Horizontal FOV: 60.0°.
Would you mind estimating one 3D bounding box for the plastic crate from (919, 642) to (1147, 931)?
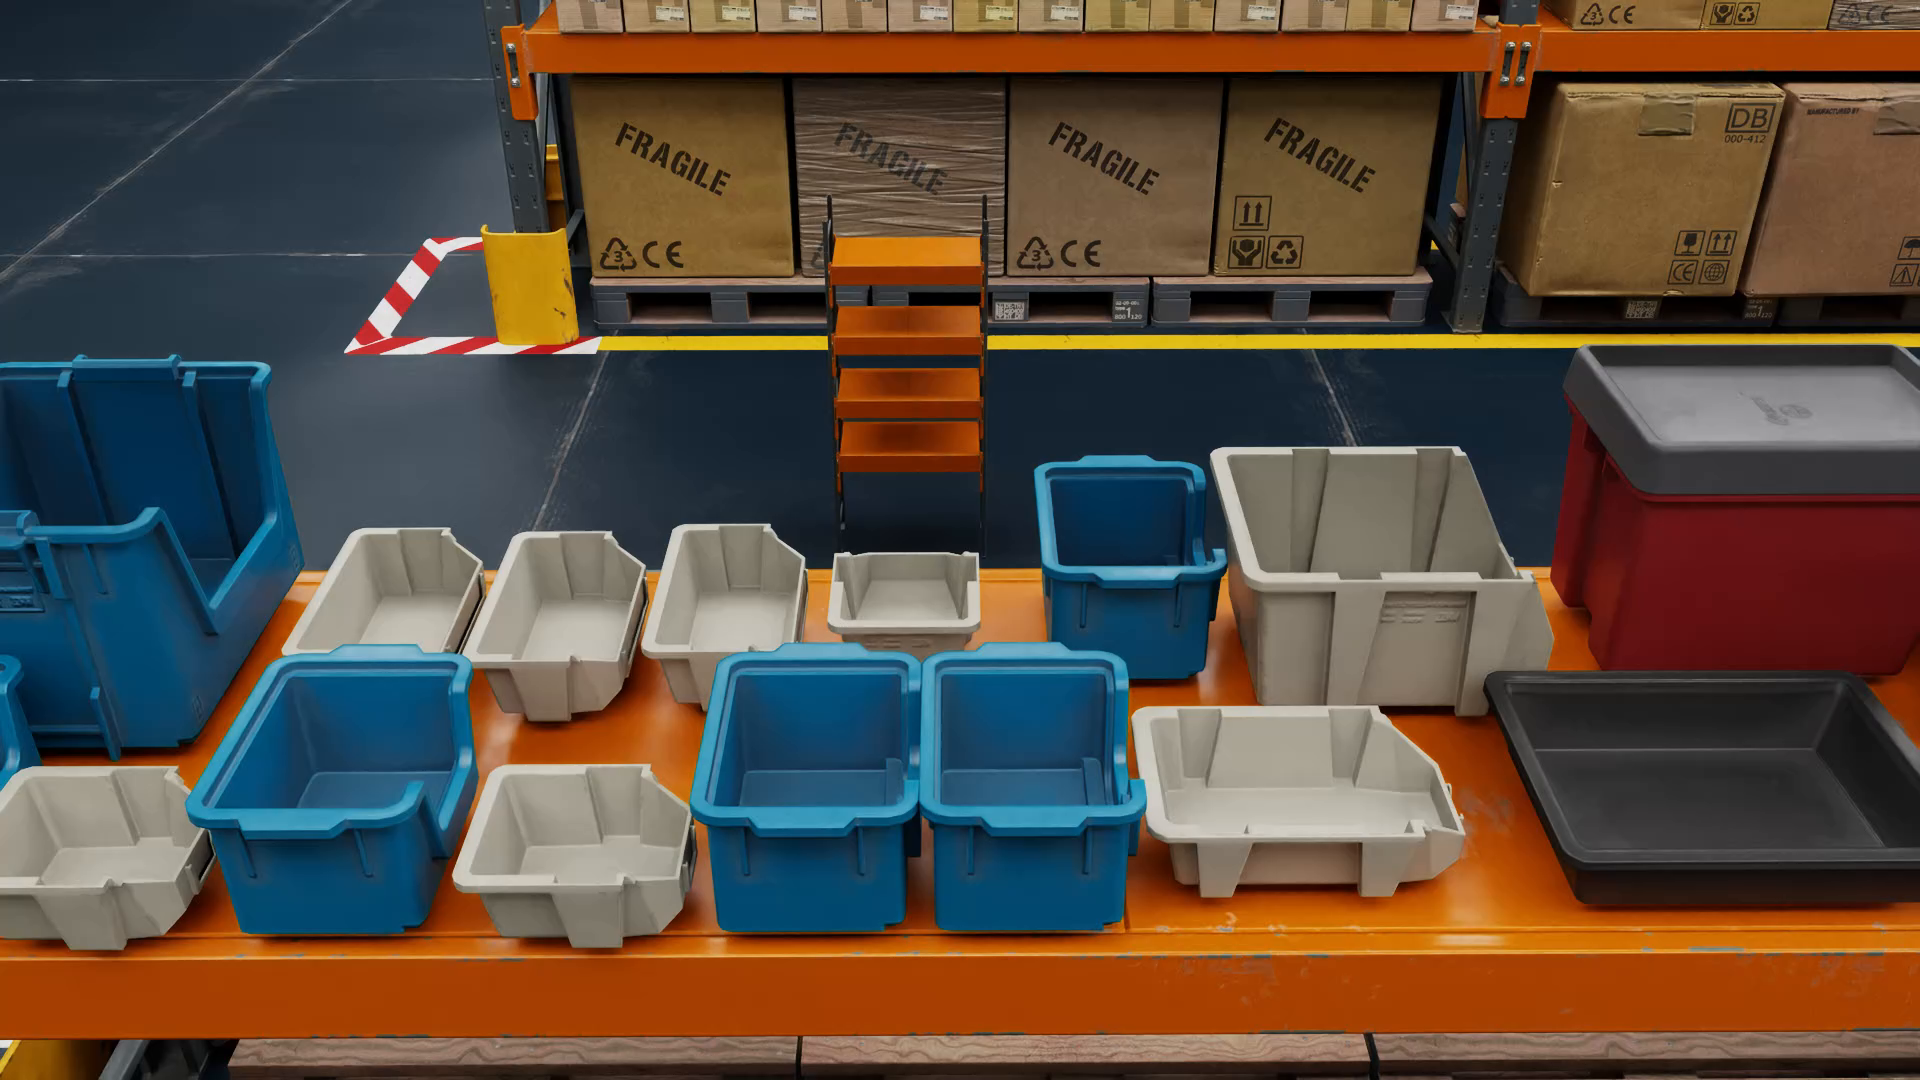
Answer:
[{"bbox_3d":[0.095,0.360,2.369,0.300,0.233,0.416,0,31,0],"label":"plastic crate"}]

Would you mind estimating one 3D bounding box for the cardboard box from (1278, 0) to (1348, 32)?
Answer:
[{"bbox_3d":[1.382,-2.153,6.649,0.250,0.149,0.380,-1,31,-1],"label":"cardboard box"}]

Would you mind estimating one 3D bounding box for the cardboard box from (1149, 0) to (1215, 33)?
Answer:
[{"bbox_3d":[0.867,-2.151,6.646,0.250,0.149,0.380,0,31,1],"label":"cardboard box"}]

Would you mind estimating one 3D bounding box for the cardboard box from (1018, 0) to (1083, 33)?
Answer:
[{"bbox_3d":[0.357,-2.150,6.644,0.250,0.149,0.380,0,31,1],"label":"cardboard box"}]

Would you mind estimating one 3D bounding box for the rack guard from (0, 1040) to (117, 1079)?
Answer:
[{"bbox_3d":[-1.795,1.224,3.250,0.348,0.500,1.175,0,31,0],"label":"rack guard"}]

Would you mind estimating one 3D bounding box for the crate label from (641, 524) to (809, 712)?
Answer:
[{"bbox_3d":[-0.388,0.132,2.837,0.243,0.136,0.396,0,31,0],"label":"crate label"}]

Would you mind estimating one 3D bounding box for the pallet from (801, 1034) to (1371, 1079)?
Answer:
[{"bbox_3d":[0.271,1.356,3.311,1.213,0.211,1.003,0,31,0],"label":"pallet"}]

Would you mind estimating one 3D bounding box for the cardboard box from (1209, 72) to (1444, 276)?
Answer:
[{"bbox_3d":[1.539,-1.744,7.375,0.875,0.875,0.875,0,31,0],"label":"cardboard box"}]

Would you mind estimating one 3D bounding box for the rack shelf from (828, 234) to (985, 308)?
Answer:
[{"bbox_3d":[-0.166,-0.848,5.234,0.480,0.148,0.258,0,31,0],"label":"rack shelf"}]

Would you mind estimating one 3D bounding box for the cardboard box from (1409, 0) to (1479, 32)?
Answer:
[{"bbox_3d":[1.896,-2.155,6.652,0.250,0.149,0.380,0,31,0],"label":"cardboard box"}]

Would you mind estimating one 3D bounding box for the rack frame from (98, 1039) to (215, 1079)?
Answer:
[{"bbox_3d":[-1.771,0.149,2.613,0.127,3.000,1.000,0,31,0],"label":"rack frame"}]

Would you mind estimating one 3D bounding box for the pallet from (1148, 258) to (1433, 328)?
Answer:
[{"bbox_3d":[1.438,-1.279,7.655,1.213,0.211,1.003,0,31,0],"label":"pallet"}]

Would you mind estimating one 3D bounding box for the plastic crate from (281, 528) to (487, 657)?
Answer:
[{"bbox_3d":[-0.956,0.139,2.825,0.243,0.136,0.396,0,31,0],"label":"plastic crate"}]

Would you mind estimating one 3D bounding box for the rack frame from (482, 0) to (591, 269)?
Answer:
[{"bbox_3d":[-1.801,-2.420,6.848,0.127,3.000,1.000,0,31,0],"label":"rack frame"}]

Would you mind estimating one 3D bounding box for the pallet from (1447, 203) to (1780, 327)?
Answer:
[{"bbox_3d":[2.970,-1.282,7.660,1.213,0.211,1.003,0,31,0],"label":"pallet"}]

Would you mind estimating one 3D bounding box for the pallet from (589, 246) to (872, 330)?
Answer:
[{"bbox_3d":[-1.001,-1.271,7.642,1.213,0.211,1.003,0,31,0],"label":"pallet"}]

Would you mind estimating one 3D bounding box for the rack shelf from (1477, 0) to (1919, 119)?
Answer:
[{"bbox_3d":[4.199,-2.132,7.065,4.000,0.370,1.077,0,31,0],"label":"rack shelf"}]

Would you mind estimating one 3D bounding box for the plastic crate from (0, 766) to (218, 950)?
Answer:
[{"bbox_3d":[-1.201,0.448,2.317,0.298,0.136,0.250,0,31,0],"label":"plastic crate"}]

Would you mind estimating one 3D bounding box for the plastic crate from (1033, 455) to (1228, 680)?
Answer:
[{"bbox_3d":[0.281,0.055,2.871,0.300,0.233,0.416,0,31,0],"label":"plastic crate"}]

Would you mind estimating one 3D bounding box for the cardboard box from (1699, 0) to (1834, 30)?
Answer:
[{"bbox_3d":[3.164,-2.350,6.634,0.500,0.500,0.500,0,31,0],"label":"cardboard box"}]

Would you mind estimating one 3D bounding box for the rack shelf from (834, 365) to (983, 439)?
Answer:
[{"bbox_3d":[-0.166,-0.455,5.473,0.480,0.148,0.258,0,31,0],"label":"rack shelf"}]

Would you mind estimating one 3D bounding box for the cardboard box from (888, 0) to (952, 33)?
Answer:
[{"bbox_3d":[-0.158,-2.148,6.641,0.250,0.149,0.380,0,31,-1],"label":"cardboard box"}]

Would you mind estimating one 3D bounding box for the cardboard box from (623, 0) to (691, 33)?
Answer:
[{"bbox_3d":[-1.187,-2.145,6.635,0.250,0.149,0.380,-1,31,-1],"label":"cardboard box"}]

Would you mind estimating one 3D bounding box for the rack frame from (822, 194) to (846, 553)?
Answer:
[{"bbox_3d":[-0.410,-0.512,5.437,0.015,1.200,0.240,0,31,0],"label":"rack frame"}]

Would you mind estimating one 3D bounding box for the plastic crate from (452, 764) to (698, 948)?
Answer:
[{"bbox_3d":[-0.522,0.446,2.320,0.298,0.136,0.250,0,31,0],"label":"plastic crate"}]

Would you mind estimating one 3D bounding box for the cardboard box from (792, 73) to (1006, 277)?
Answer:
[{"bbox_3d":[-0.251,-1.738,7.366,0.875,0.875,0.875,0,31,0],"label":"cardboard box"}]

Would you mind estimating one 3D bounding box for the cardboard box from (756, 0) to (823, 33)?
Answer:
[{"bbox_3d":[-0.670,-2.147,6.639,0.250,0.149,0.380,-1,31,-1],"label":"cardboard box"}]

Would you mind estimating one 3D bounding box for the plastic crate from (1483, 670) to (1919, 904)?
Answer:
[{"bbox_3d":[1.112,0.371,2.454,0.590,0.125,0.437,0,31,0],"label":"plastic crate"}]

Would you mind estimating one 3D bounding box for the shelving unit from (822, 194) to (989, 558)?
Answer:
[{"bbox_3d":[-0.166,-0.512,5.438,0.503,1.200,0.258,0,31,0],"label":"shelving unit"}]

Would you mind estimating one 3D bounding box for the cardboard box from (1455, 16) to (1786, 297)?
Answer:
[{"bbox_3d":[2.839,-1.717,7.331,0.875,0.875,1.225,0,31,0],"label":"cardboard box"}]

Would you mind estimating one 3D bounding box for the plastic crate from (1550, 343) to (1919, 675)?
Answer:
[{"bbox_3d":[1.335,-0.044,2.811,0.583,0.464,0.402,0,31,0],"label":"plastic crate"}]
